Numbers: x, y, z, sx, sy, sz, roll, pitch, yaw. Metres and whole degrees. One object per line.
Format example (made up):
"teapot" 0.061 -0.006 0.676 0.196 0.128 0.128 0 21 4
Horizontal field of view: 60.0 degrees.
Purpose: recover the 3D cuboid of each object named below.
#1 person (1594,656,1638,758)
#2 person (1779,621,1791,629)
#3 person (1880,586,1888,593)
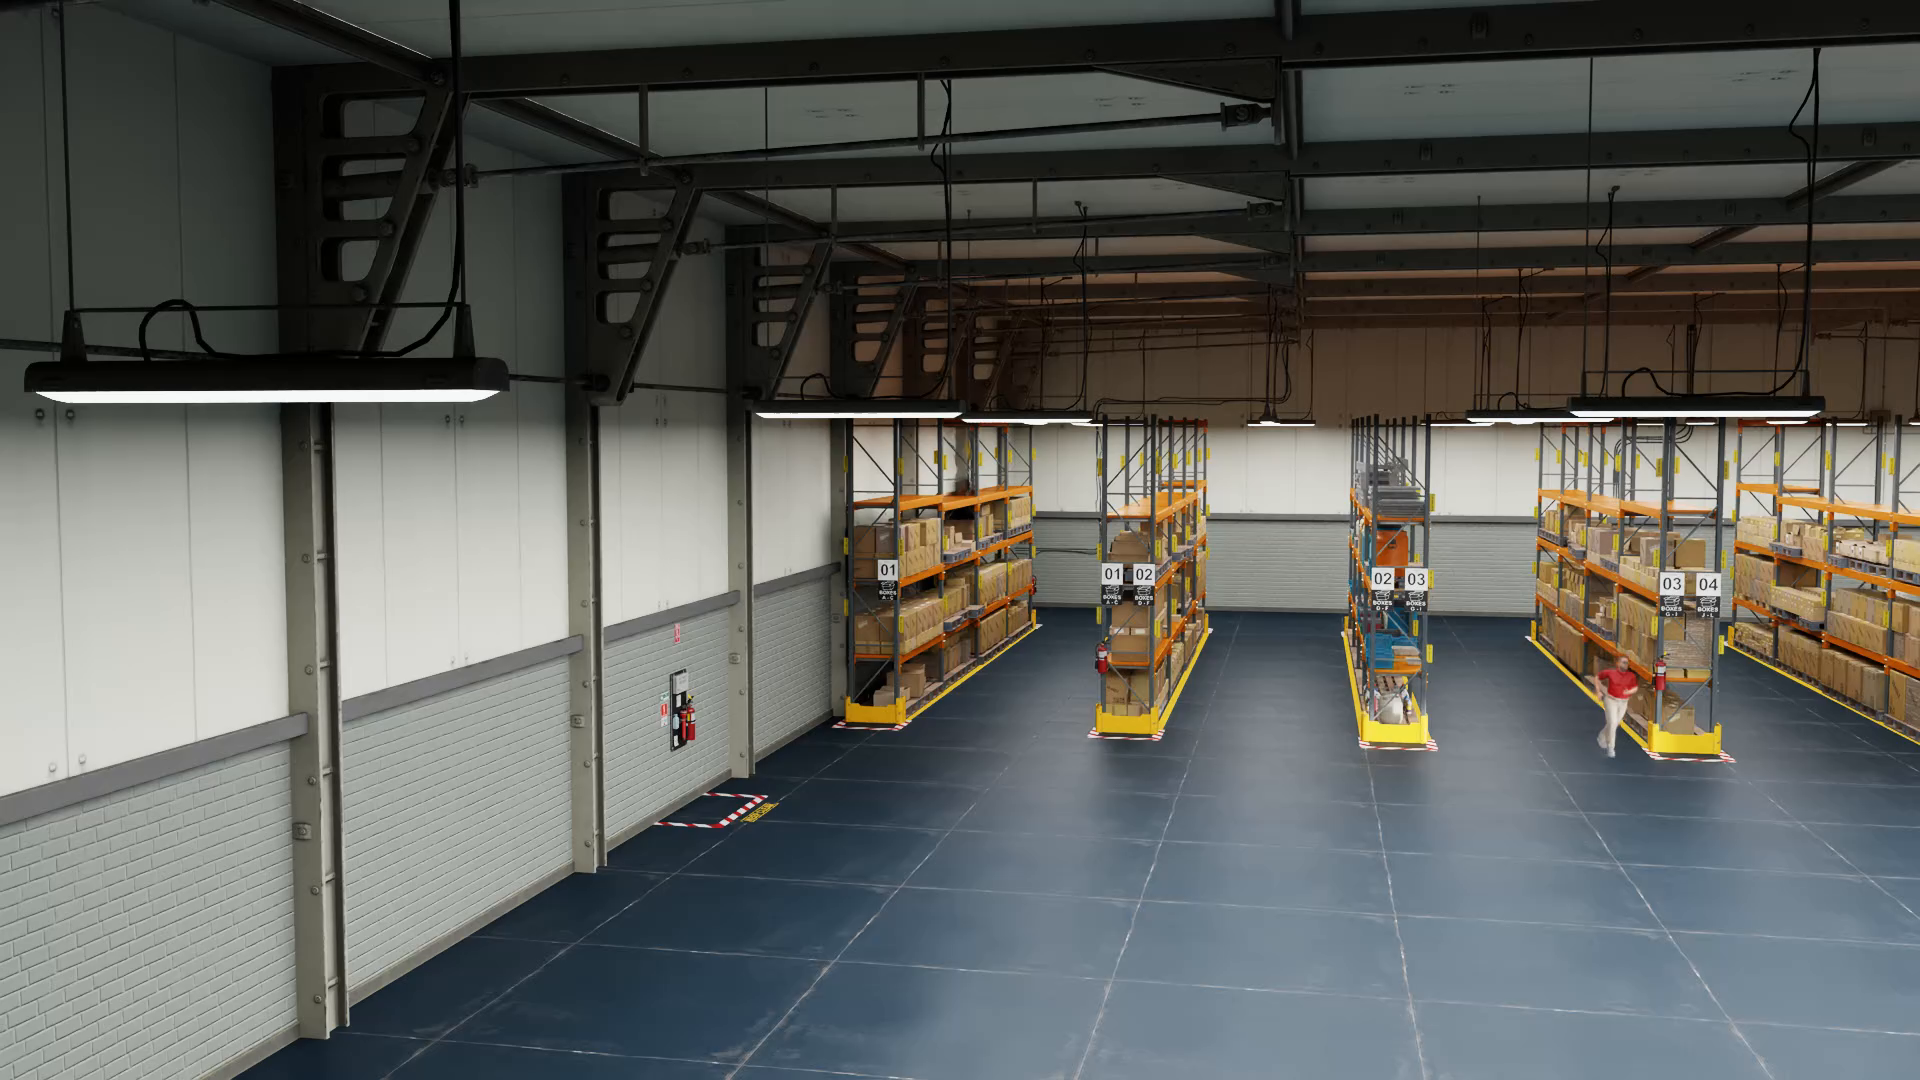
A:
"person" 11.606 2.942 29.405 0.686 1.790 0.872 -1 4 -8
"person" 22.161 1.966 44.751 0.711 1.601 0.450 -3 5 -38
"person" 24.712 1.902 44.472 0.922 1.695 0.614 0 4 0
